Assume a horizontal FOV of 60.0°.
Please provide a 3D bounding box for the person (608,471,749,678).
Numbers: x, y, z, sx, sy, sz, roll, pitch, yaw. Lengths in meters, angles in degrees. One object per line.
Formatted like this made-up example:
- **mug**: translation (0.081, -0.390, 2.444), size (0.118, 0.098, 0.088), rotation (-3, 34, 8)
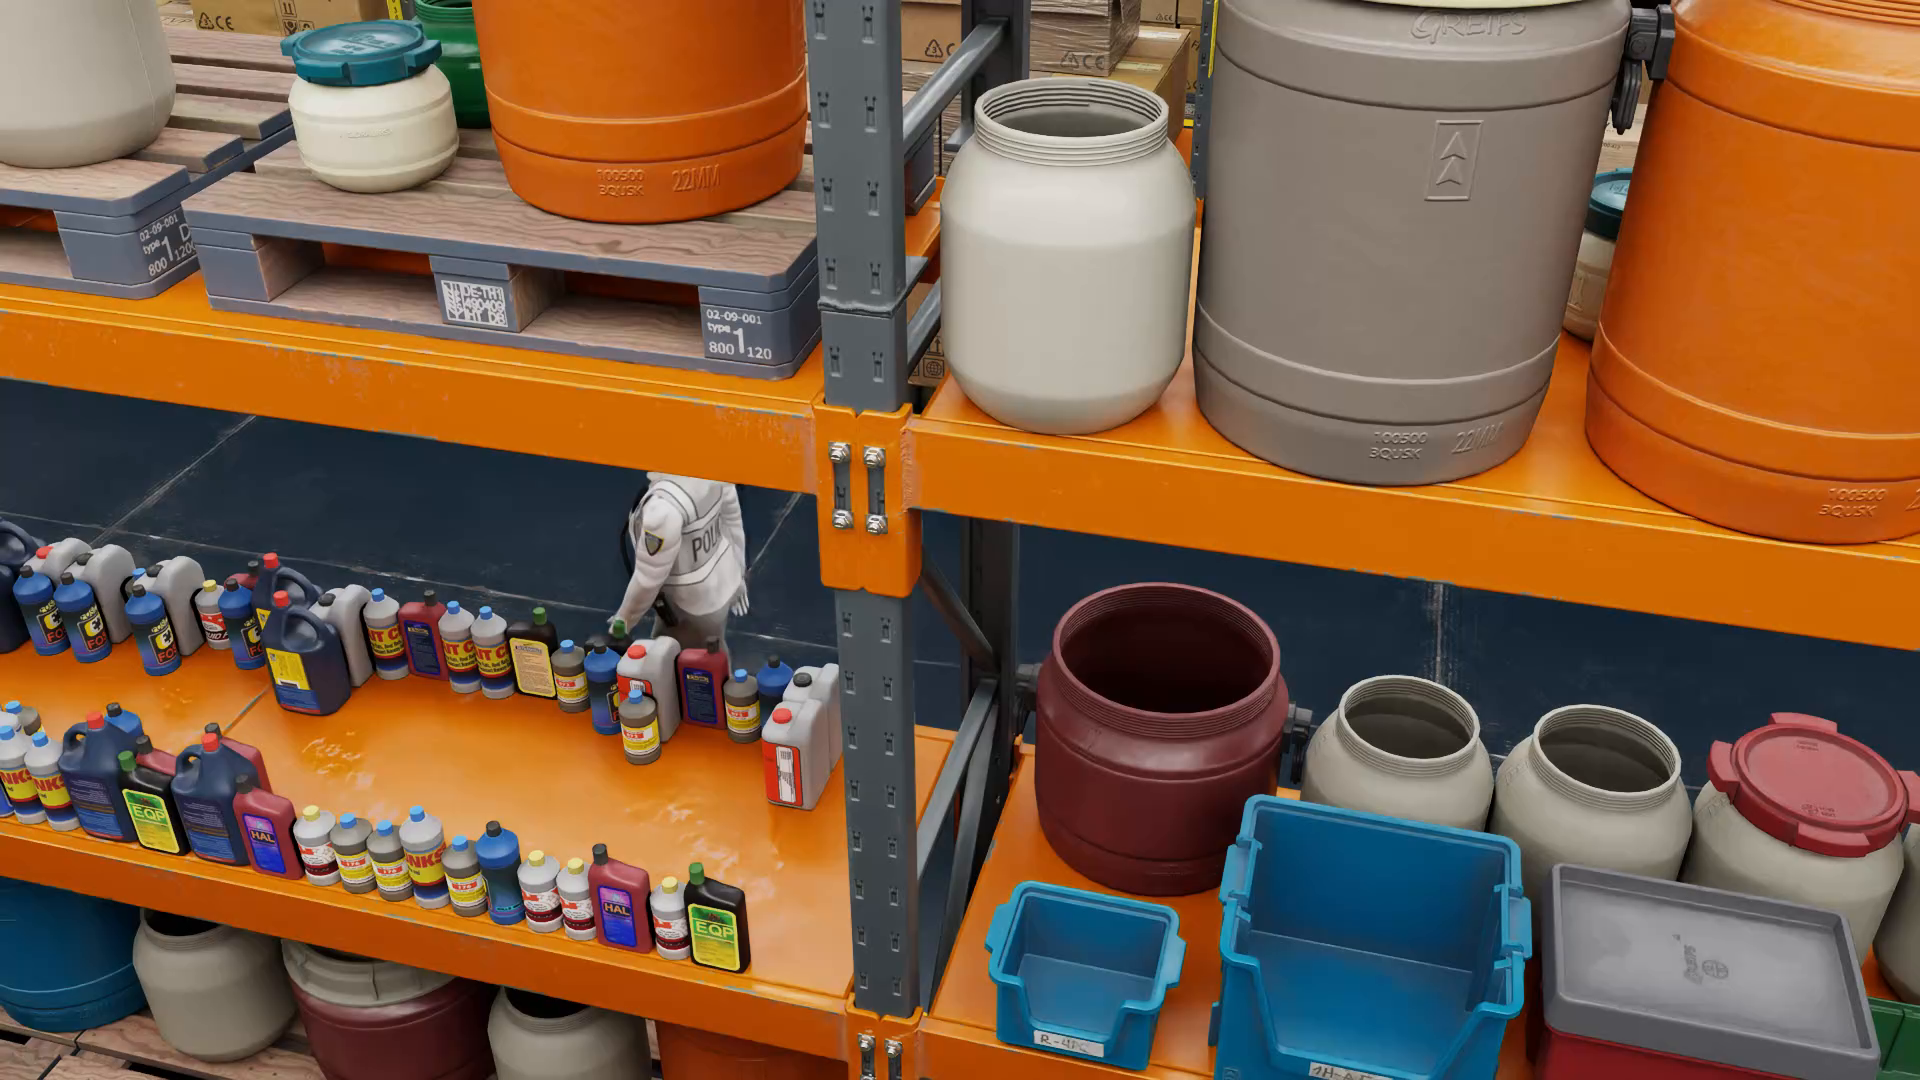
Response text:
- **person**: translation (-0.975, 0.232, 5.784), size (0.679, 1.727, 0.498), rotation (8, 34, 11)
